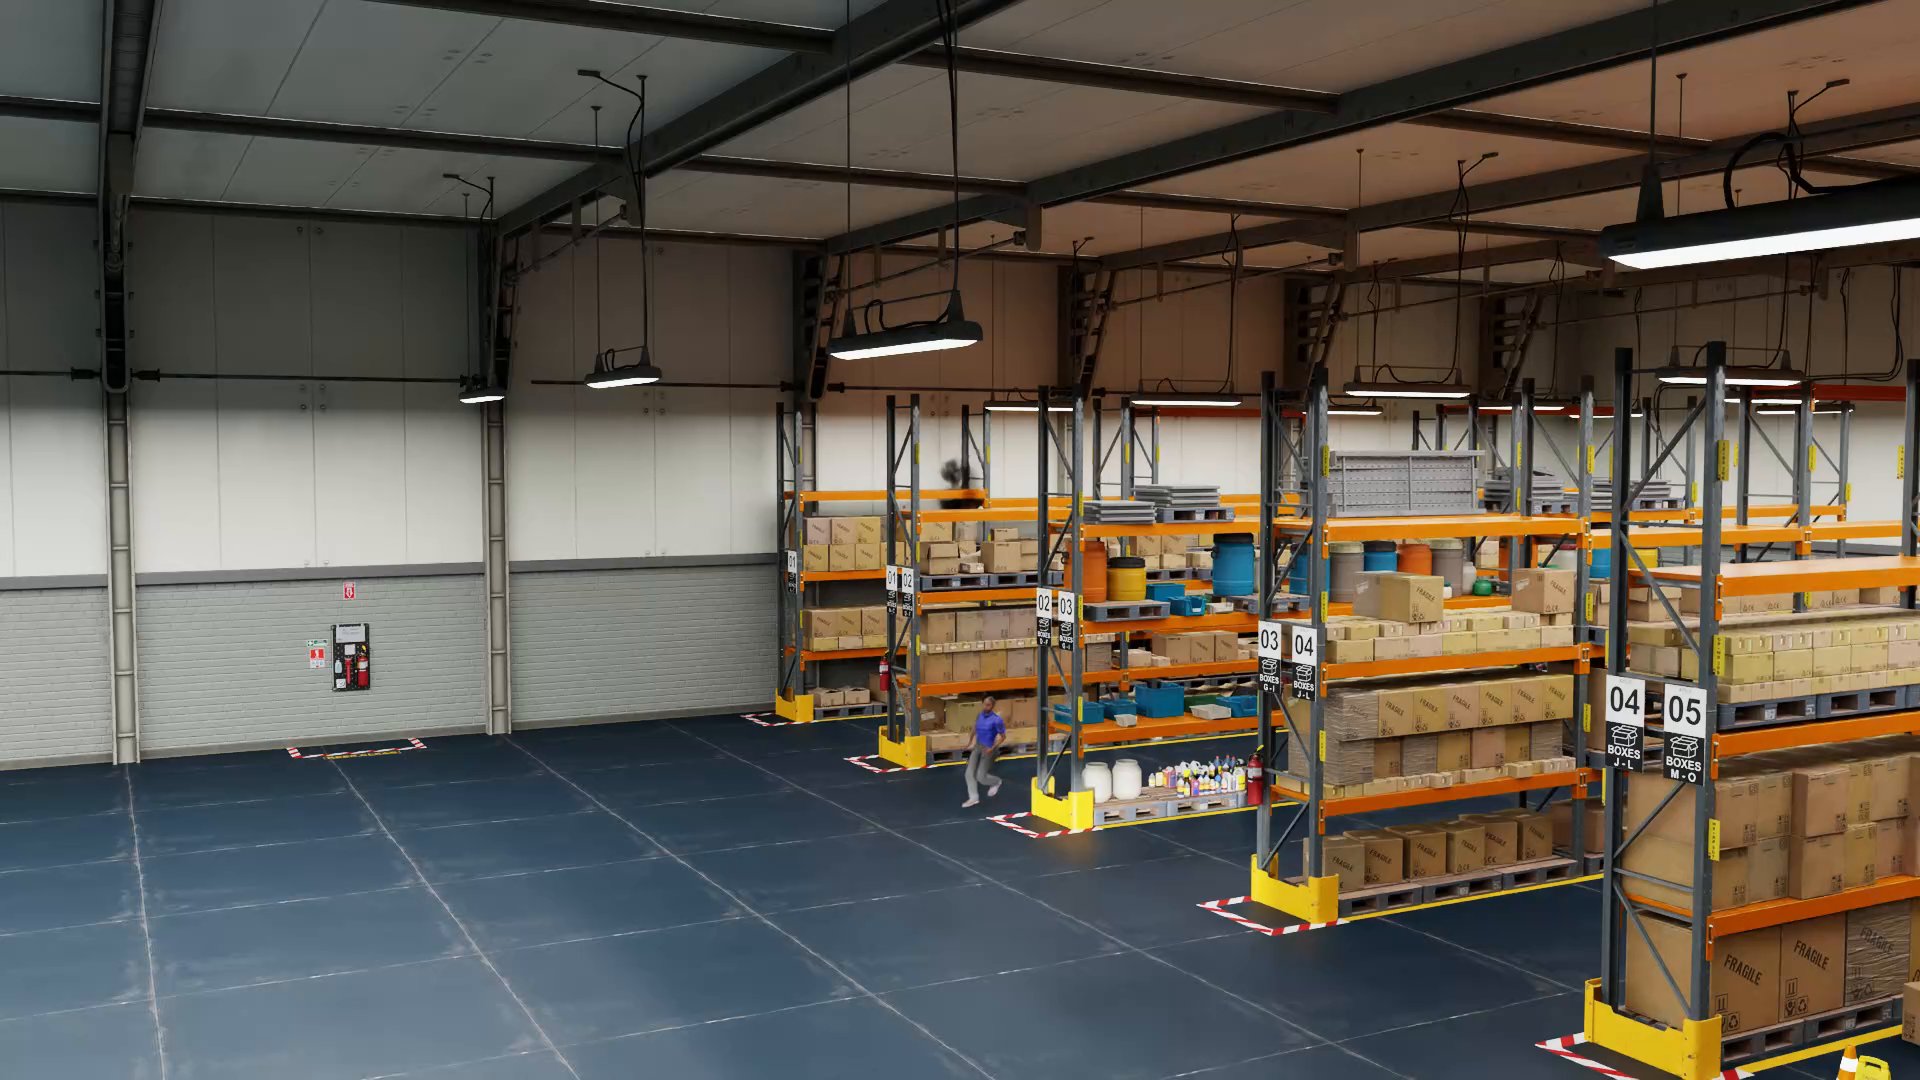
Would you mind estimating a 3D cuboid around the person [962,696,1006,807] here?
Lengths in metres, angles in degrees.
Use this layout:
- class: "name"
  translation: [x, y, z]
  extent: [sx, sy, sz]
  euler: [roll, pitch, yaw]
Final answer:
- class: "person"
  translation: [0.404, 3.033, 23.861]
  extent: [0.620, 1.595, 0.624]
  euler: [3, 4, 43]
